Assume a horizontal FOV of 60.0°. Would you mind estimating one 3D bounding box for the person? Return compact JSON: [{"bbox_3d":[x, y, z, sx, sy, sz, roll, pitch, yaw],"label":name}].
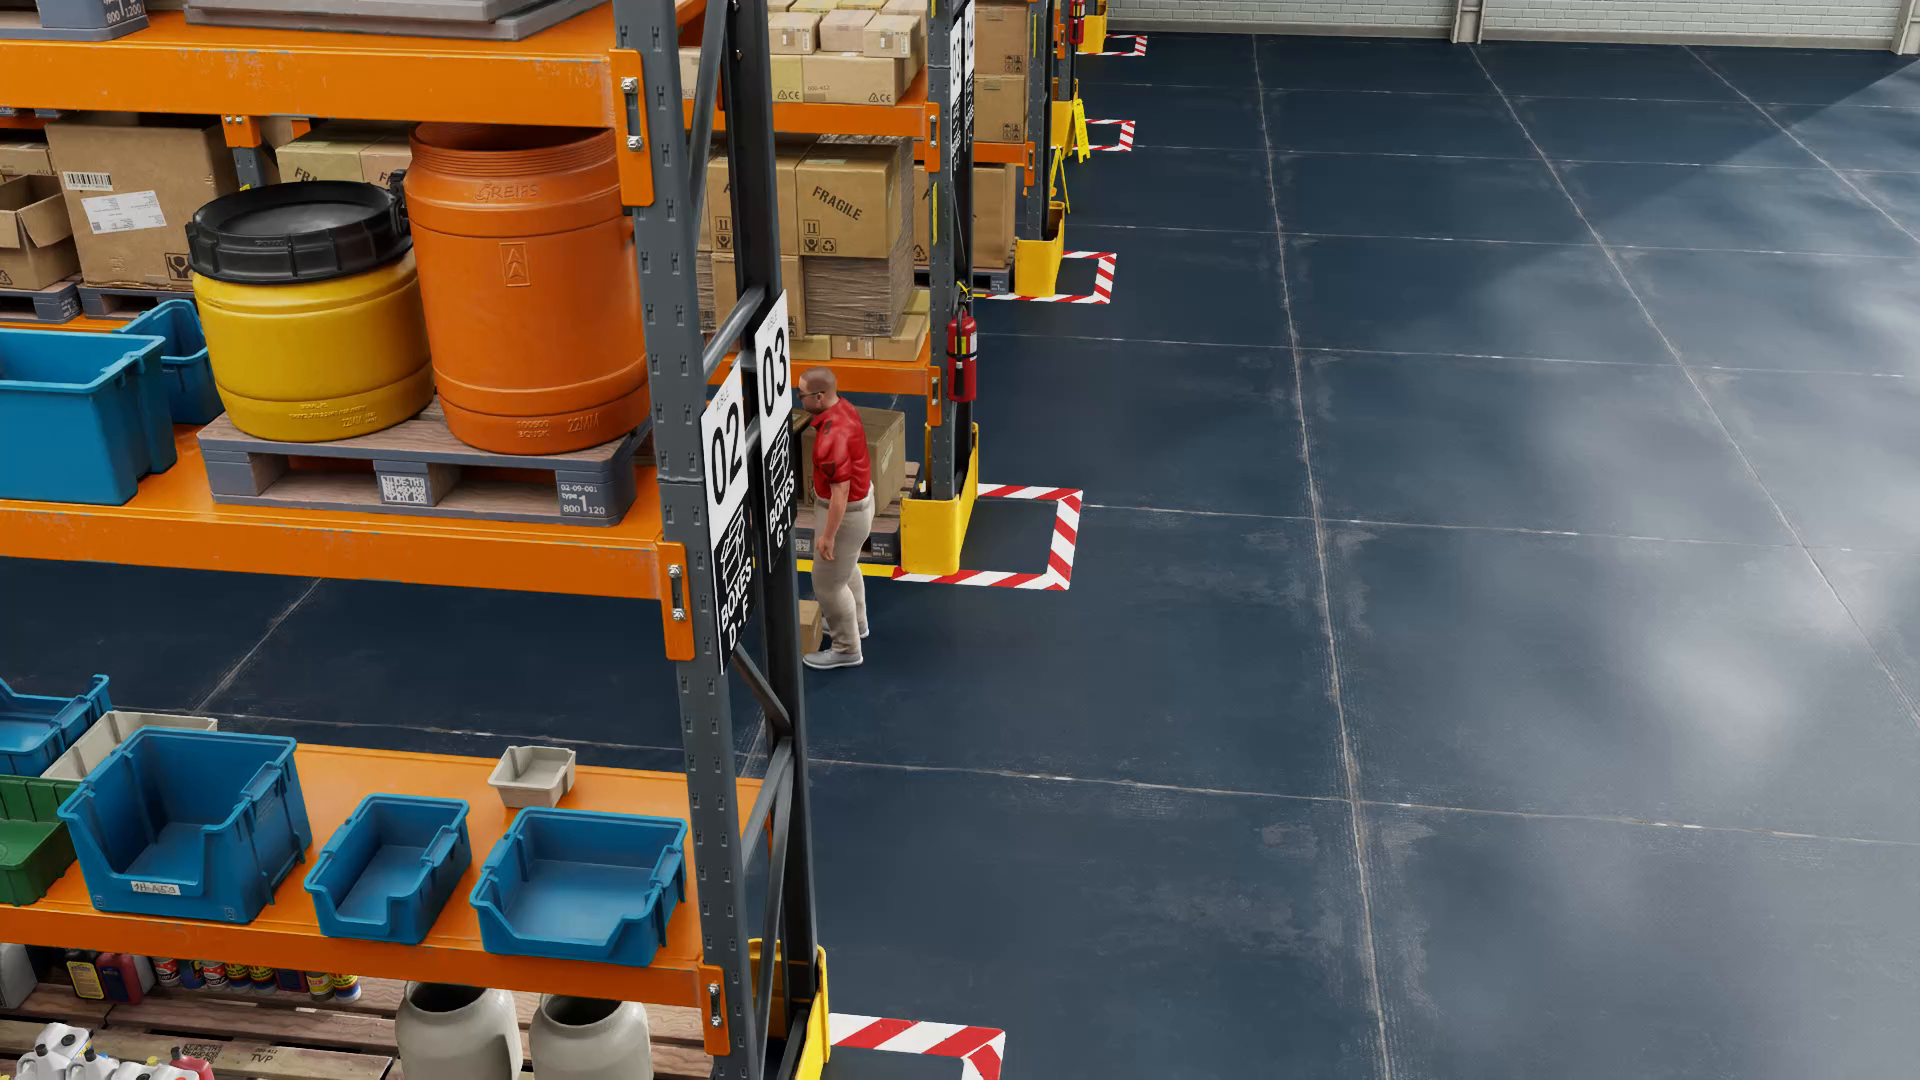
[{"bbox_3d":[-0.662,-0.134,8.888,0.393,1.726,0.602,2,28,3],"label":"person"}]
